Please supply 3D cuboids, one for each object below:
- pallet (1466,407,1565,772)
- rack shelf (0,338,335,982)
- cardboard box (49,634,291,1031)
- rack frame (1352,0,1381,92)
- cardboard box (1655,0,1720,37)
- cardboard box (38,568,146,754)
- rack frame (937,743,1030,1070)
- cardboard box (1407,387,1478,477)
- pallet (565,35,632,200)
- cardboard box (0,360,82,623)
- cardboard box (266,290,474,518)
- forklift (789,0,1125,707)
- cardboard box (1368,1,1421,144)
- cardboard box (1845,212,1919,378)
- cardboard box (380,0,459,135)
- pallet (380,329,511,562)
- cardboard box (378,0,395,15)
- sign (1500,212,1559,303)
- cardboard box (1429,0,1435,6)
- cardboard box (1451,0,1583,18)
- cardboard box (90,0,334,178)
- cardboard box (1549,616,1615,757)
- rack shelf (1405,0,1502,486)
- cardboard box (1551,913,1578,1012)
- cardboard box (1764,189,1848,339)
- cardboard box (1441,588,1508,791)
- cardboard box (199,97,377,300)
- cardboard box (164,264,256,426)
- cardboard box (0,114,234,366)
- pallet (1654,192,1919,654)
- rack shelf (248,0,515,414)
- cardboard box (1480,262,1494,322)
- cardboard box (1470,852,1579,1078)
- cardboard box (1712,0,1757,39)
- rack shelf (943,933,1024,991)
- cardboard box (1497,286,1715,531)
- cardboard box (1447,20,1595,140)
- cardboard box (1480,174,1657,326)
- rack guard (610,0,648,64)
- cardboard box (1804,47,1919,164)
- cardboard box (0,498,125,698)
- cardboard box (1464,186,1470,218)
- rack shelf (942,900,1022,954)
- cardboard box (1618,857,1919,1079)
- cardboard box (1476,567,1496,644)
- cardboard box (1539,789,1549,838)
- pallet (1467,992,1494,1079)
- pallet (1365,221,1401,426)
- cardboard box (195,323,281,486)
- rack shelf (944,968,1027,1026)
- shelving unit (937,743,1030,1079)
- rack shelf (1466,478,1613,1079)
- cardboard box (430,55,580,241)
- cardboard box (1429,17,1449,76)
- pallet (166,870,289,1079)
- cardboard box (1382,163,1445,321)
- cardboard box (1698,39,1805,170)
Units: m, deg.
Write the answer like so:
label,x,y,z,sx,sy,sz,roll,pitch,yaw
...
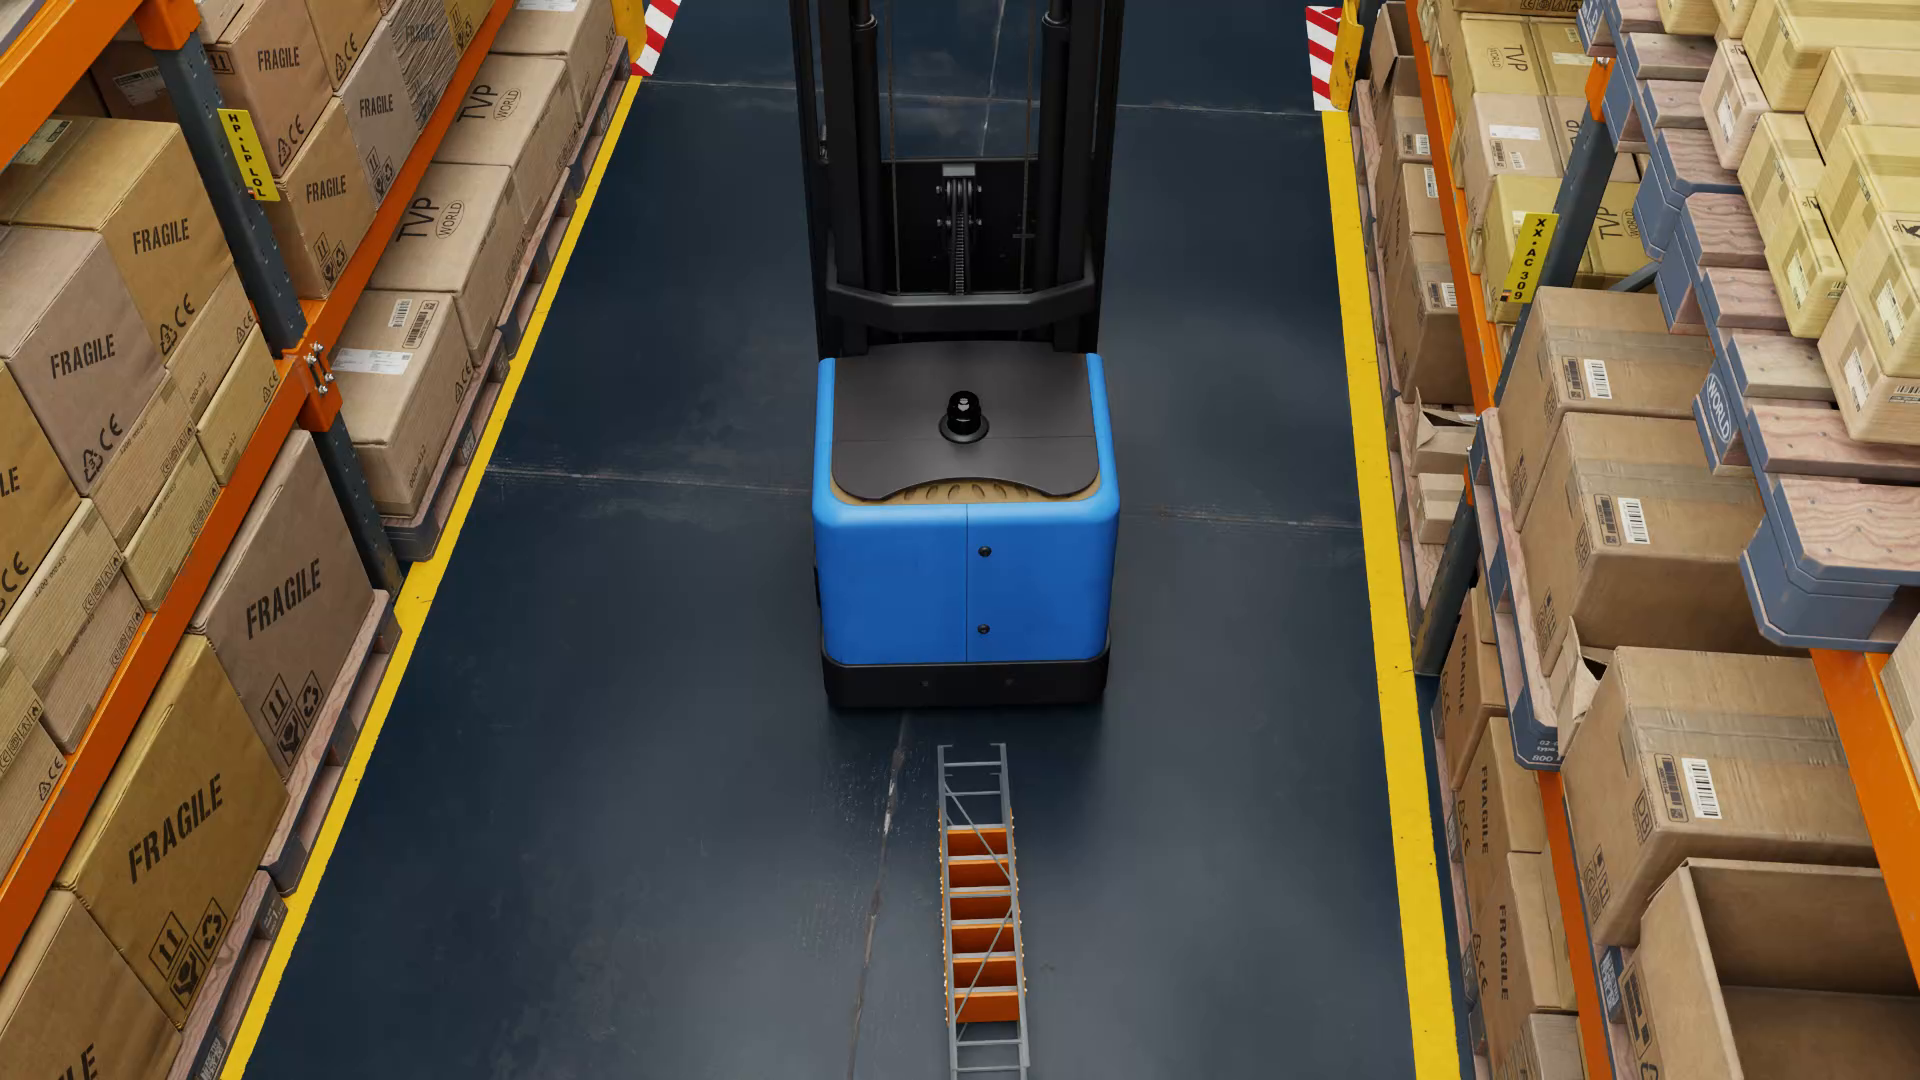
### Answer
label,x,y,z,sx,sy,sz,roll,pitch,yaw
pallet,2.044,0.136,4.749,1.003,0.211,1.213,4,48,4
rack shelf,-2.900,0.873,4.432,1.077,0.370,4.000,4,48,4
cardboard box,-2.769,0.861,5.111,0.875,0.875,0.875,5,48,5
rack frame,2.590,-3.448,7.897,1.000,3.000,0.127,4,48,4
cardboard box,1.744,-1.231,3.654,0.380,0.149,0.250,4,48,4
cardboard box,-2.620,0.301,4.569,0.500,0.250,0.500,3,48,2
rack frame,0.067,1.163,5.457,0.240,0.006,1.200,-2,48,-2
cardboard box,2.016,-0.419,6.695,0.396,0.266,0.258,5,48,5
pallet,-2.348,-2.245,8.686,1.003,0.211,1.213,4,48,4
cardboard box,-2.614,-0.114,4.102,0.500,0.500,0.500,5,48,5
cardboard box,-2.554,-0.571,6.717,0.875,0.438,0.875,3,48,3
forklift,-0.017,-1.450,6.116,1.130,2.935,3.031,-1,48,-1
cardboard box,2.440,-2.304,8.258,0.797,0.503,0.637,2,48,2
cardboard box,1.680,-0.387,2.680,0.380,0.149,0.250,4,48,4
cardboard box,-2.313,-1.935,6.445,0.500,0.500,0.500,4,48,4
pallet,-2.570,-0.452,7.046,1.003,0.211,1.213,4,48,4
cardboard box,-2.323,-2.291,6.093,0.500,0.500,0.500,5,48,4
sign,1.685,-0.832,4.917,0.100,0.325,0.005,4,48,4
cardboard box,2.192,-2.439,6.874,0.500,0.250,0.500,3,48,3
cardboard box,2.144,-2.333,6.269,0.500,0.500,0.500,5,48,5
cardboard box,-2.433,-1.545,5.411,0.500,0.500,0.500,4,48,4
cardboard box,1.717,0.390,4.193,0.396,0.266,0.258,6,48,5
rack shelf,2.408,-1.736,6.818,1.077,0.370,4.000,4,48,4
cardboard box,1.871,1.184,4.630,0.380,0.149,0.250,5,48,5
cardboard box,1.680,-0.482,2.969,0.380,0.149,0.250,5,48,4
cardboard box,1.958,0.534,5.665,0.500,0.500,0.500,6,48,5
cardboard box,-2.414,-1.201,5.774,0.500,0.500,0.500,5,48,5
cardboard box,-2.516,-0.618,5.071,0.500,0.250,0.500,4,48,3
cardboard box,-2.508,-0.866,4.790,0.500,0.500,0.500,5,48,5
pallet,2.005,-0.221,3.040,1.213,0.211,1.003,4,48,4
rack shelf,-2.535,-2.067,7.121,1.077,0.370,4.000,4,48,4
cardboard box,2.005,-0.868,5.707,0.380,0.149,0.250,5,48,5
cardboard box,1.869,1.292,4.971,0.500,0.500,0.500,3,48,2
cardboard box,1.743,-1.138,3.367,0.380,0.149,0.250,3,48,3
rack shelf,0.075,1.369,5.392,0.258,0.180,0.103,-2,48,-2
cardboard box,1.959,-0.344,4.705,0.700,0.500,0.500,5,48,5
cardboard box,2.119,-1.684,6.183,0.500,0.250,0.500,4,48,3
cardboard box,2.029,-0.949,5.511,0.500,0.250,0.500,5,48,5
rack guard,-2.351,-2.953,9.138,1.175,0.500,0.348,4,48,4
cardboard box,1.781,-0.755,3.017,0.380,0.149,0.250,4,48,4
cardboard box,-2.595,0.131,4.386,0.500,0.250,0.500,5,48,4
cardboard box,2.056,-1.252,6.058,0.380,0.149,0.250,5,48,5
rack shelf,0.070,1.281,5.473,0.258,0.180,0.103,-2,48,-2
cardboard box,1.826,1.042,3.435,0.797,0.503,0.637,3,48,3
cardboard box,1.928,0.220,5.512,0.380,0.149,0.250,6,48,5
cardboard box,1.956,0.820,4.963,0.380,0.149,0.250,3,48,3
pallet,2.081,1.932,4.866,1.003,0.211,1.213,4,48,4
pallet,2.398,-0.971,7.521,1.003,0.211,1.213,4,48,4
cardboard box,-2.508,-0.443,5.250,0.500,0.250,0.500,3,48,3
rack shelf,0.081,1.458,5.312,0.258,0.180,0.103,-2,48,-2
shelving unit,0.067,1.225,5.524,0.258,0.189,1.200,-2,48,-2
rack shelf,2.043,1.204,4.130,1.077,0.370,4.000,4,48,4
cardboard box,-2.389,-1.891,7.925,0.875,0.438,0.875,5,48,5
cardboard box,2.116,-2.002,6.744,0.380,0.149,0.250,5,48,4
pallet,-2.822,1.572,5.195,1.003,0.211,1.213,4,48,4
cardboard box,2.176,-1.296,7.338,0.500,0.500,0.500,5,48,4
cardboard box,1.711,-0.858,3.313,0.380,0.149,0.250,4,48,4
